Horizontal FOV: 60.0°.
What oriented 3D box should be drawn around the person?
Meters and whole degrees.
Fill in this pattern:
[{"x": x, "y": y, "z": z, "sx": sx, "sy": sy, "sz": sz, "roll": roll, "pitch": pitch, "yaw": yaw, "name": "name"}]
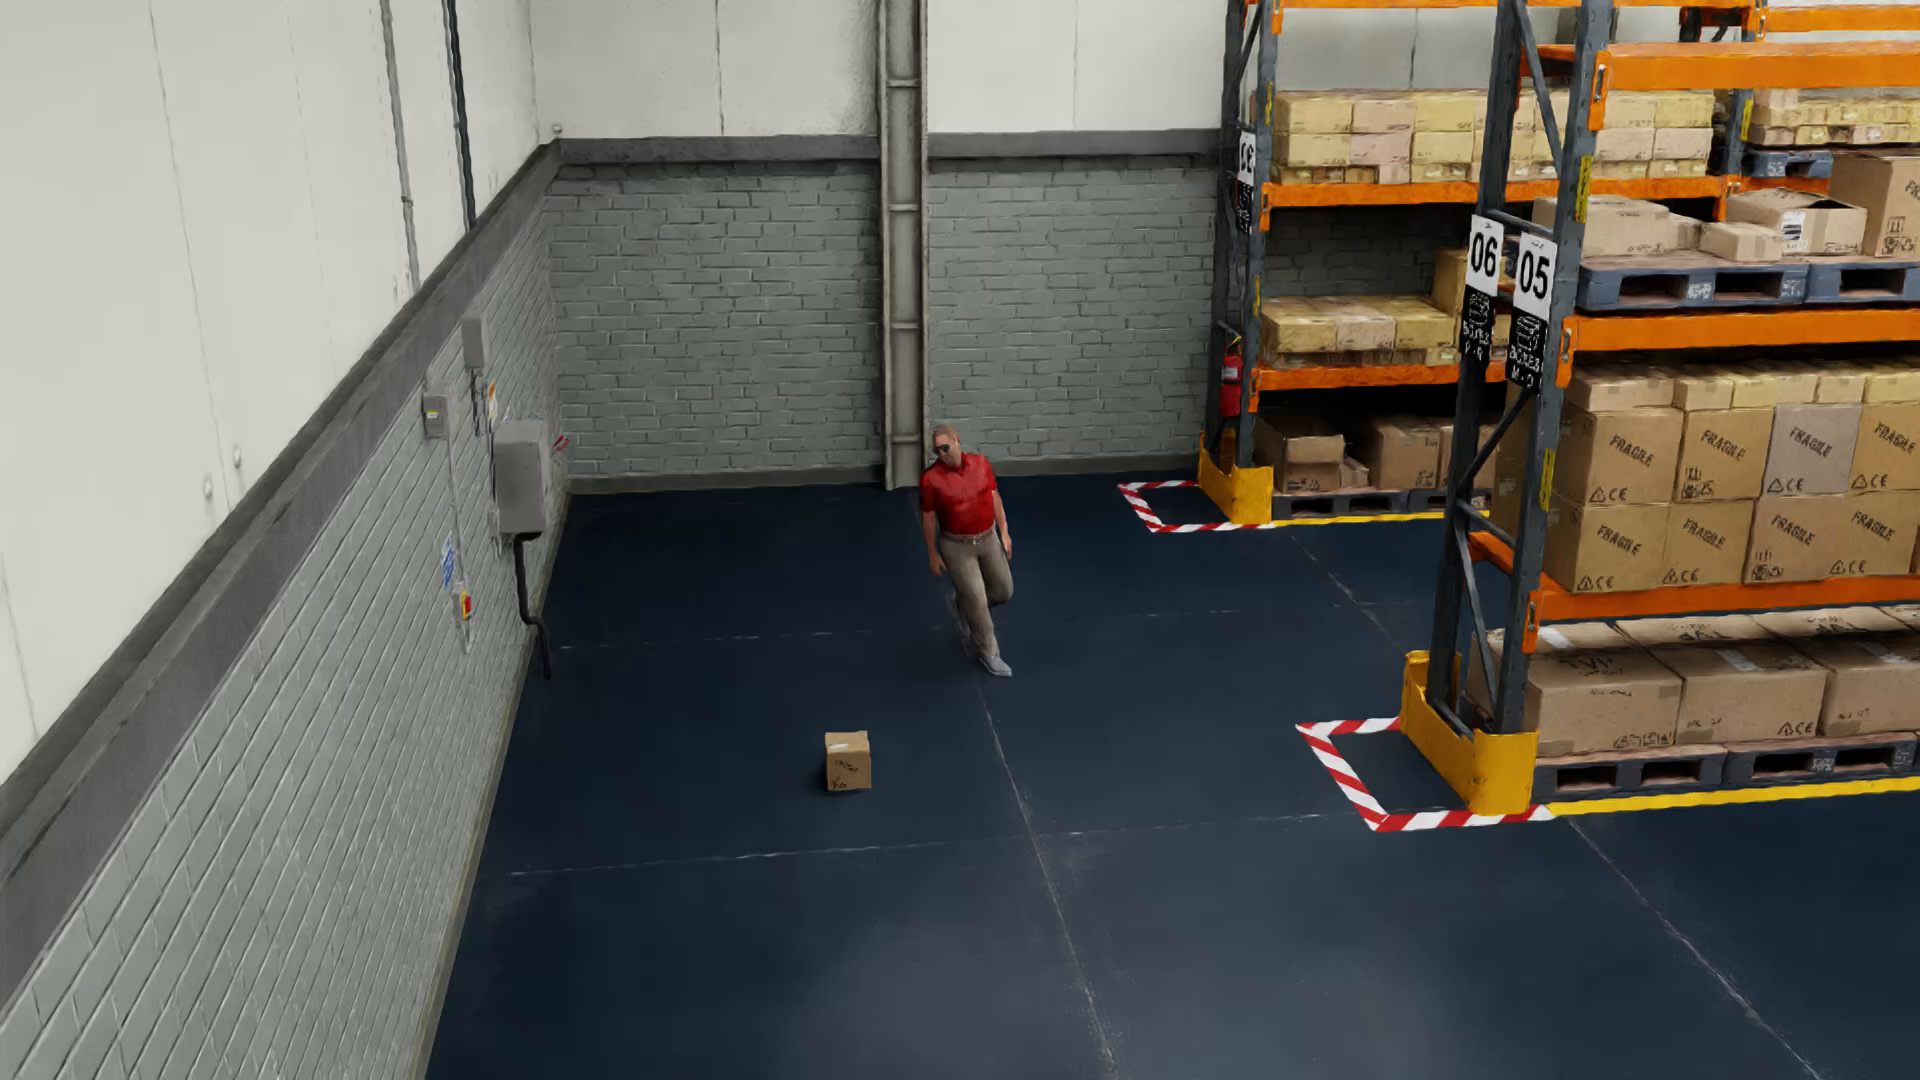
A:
[{"x": 0.050, "y": 0.039, "z": 11.053, "sx": 0.609, "sy": 1.675, "sz": 0.748, "roll": -11, "pitch": 22, "yaw": -27, "name": "person"}]
